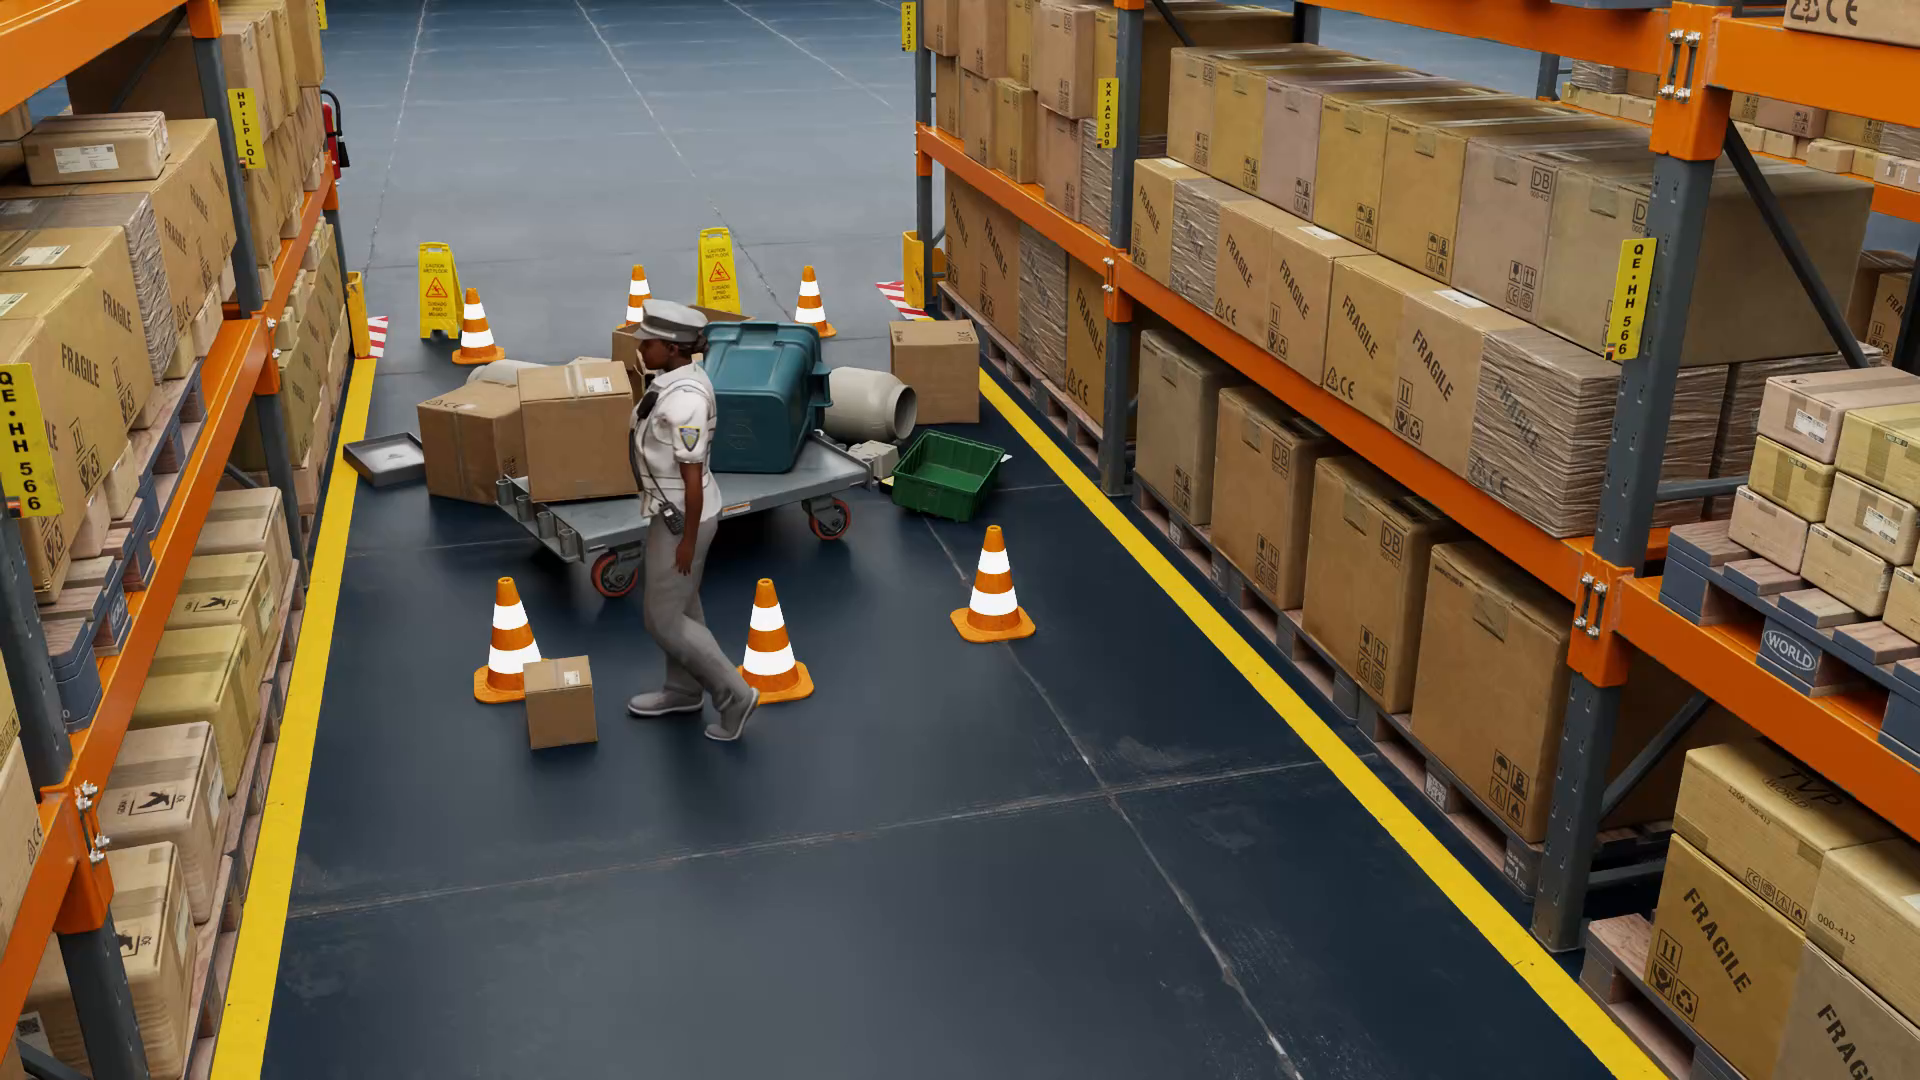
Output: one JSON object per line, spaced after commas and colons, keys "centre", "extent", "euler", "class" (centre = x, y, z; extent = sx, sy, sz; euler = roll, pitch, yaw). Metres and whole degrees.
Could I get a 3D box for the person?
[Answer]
{"centre": [-1.066, -0.079, 6.267], "extent": [0.487, 1.699, 0.491], "euler": [-4, 23, -9], "class": "person"}
